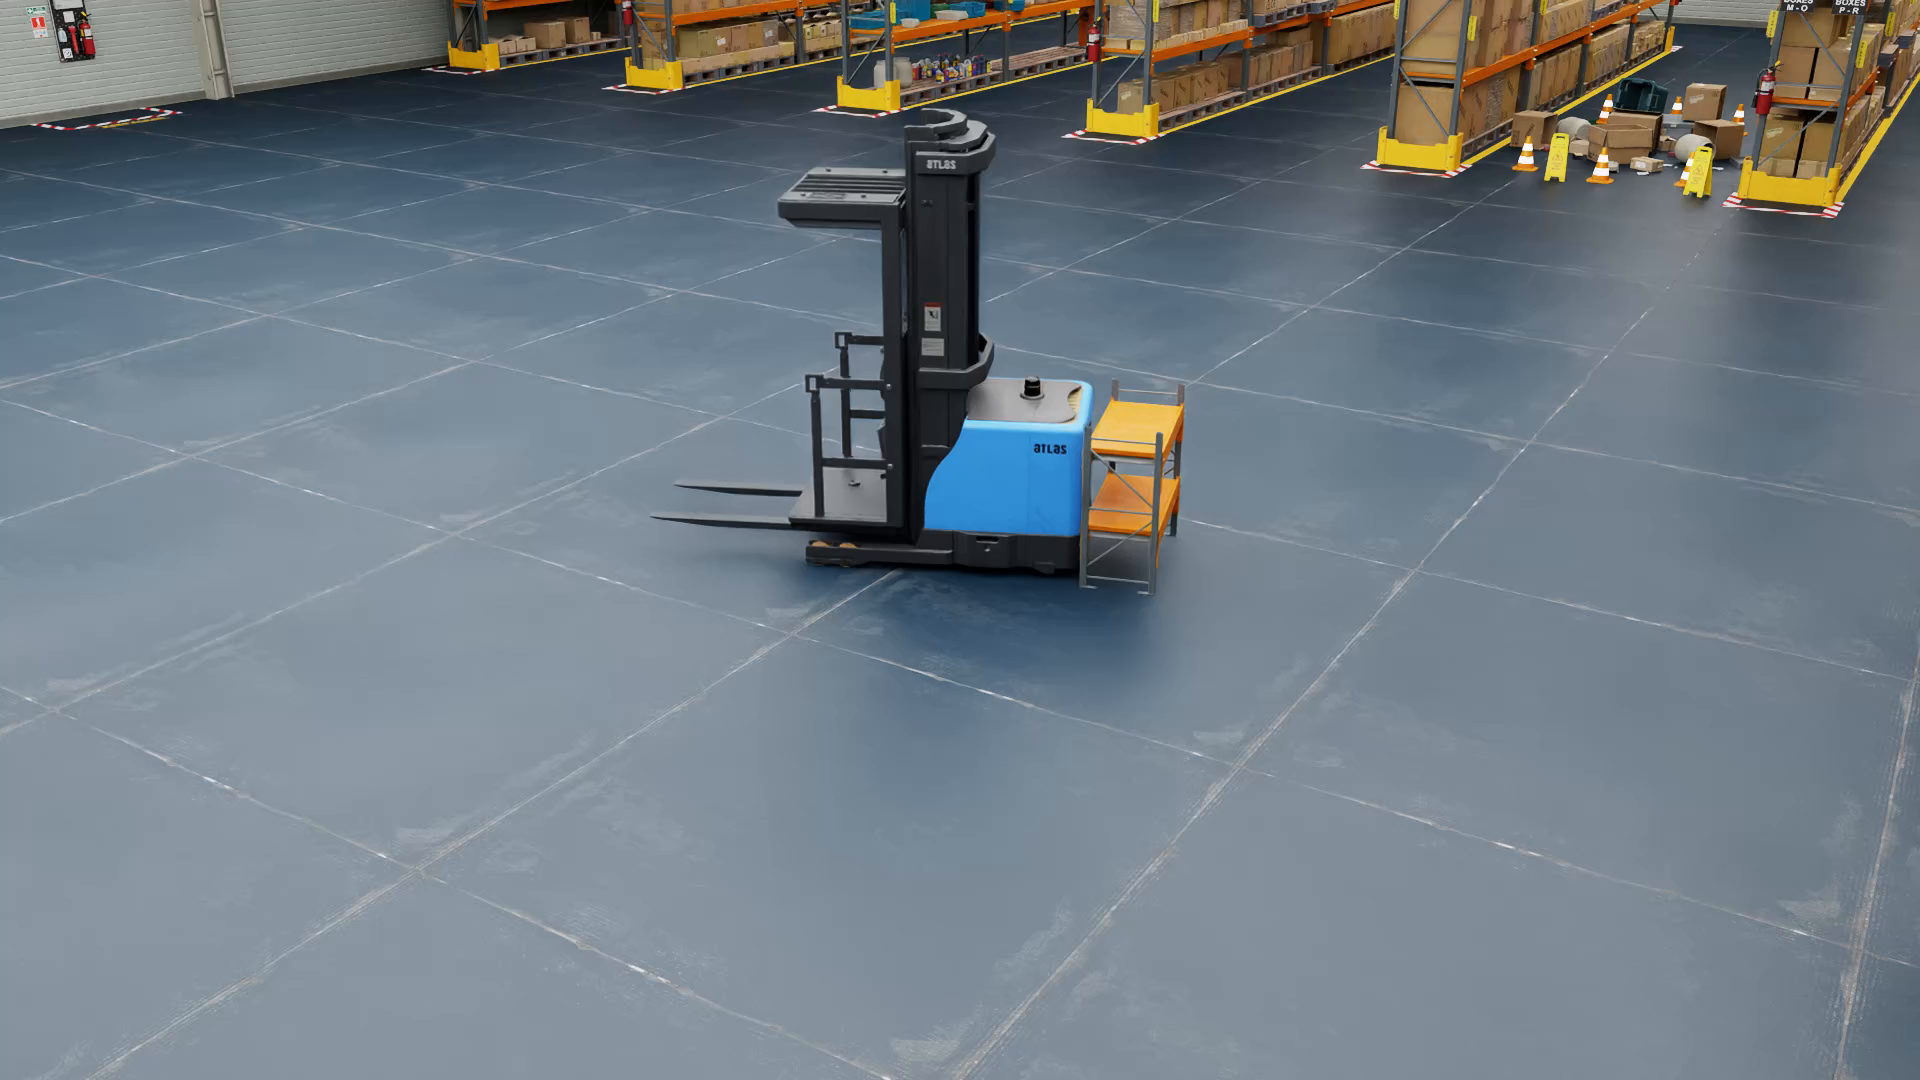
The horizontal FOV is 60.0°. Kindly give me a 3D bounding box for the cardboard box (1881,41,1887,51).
[{"bbox_3d":[13.683,-7.450,24.972,0.380,0.149,0.250,14,27,30],"label":"cardboard box"}]

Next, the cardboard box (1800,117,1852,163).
[{"bbox_3d":[11.685,-5.400,22.437,0.500,0.500,0.500,13,27,27],"label":"cardboard box"}]

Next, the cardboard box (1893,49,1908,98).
[{"bbox_3d":[16.142,-8.336,29.377,0.875,0.875,0.875,14,27,30],"label":"cardboard box"}]

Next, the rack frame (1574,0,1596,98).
[{"bbox_3d":[10.974,-9.606,30.164,1.000,3.000,0.127,14,27,29],"label":"rack frame"}]

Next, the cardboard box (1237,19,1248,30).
[{"bbox_3d":[4.840,-9.080,29.265,0.380,0.149,0.250,14,27,29],"label":"cardboard box"}]

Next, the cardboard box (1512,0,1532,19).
[{"bbox_3d":[8.449,-8.493,26.045,0.875,0.550,0.550,14,27,29],"label":"cardboard box"}]

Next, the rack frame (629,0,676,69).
[{"bbox_3d":[-5.820,-10.057,31.205,1.000,3.000,0.127,14,27,29],"label":"rack frame"}]

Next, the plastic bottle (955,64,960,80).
[{"bbox_3d":[-0.053,-8.732,31.024,0.097,0.271,0.097,0,23,0],"label":"plastic bottle"}]

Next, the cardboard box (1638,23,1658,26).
[{"bbox_3d":[14.730,-10.971,35.627,0.380,0.149,0.250,13,26,27],"label":"cardboard box"}]

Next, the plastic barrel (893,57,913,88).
[{"bbox_3d":[-1.068,-8.476,30.156,0.421,0.512,0.421,0,23,0],"label":"plastic barrel"}]

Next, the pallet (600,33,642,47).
[{"bbox_3d":[-7.511,-11.427,37.880,1.003,0.211,1.213,14,27,29],"label":"pallet"}]

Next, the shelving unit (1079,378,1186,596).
[{"bbox_3d":[1.167,-0.378,11.207,0.538,1.125,1.048,6,24,13],"label":"shelving unit"}]

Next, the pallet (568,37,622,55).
[{"bbox_3d":[-8.245,-10.930,36.732,1.003,0.211,1.213,14,27,29],"label":"pallet"}]

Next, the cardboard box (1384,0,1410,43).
[{"bbox_3d":[9.340,-11.453,36.577,0.875,0.875,0.875,14,27,29],"label":"cardboard box"}]

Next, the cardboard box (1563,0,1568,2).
[{"bbox_3d":[10.194,-9.617,28.804,0.700,0.500,0.500,13,27,28],"label":"cardboard box"}]

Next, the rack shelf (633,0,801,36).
[{"bbox_3d":[-4.765,-10.401,32.907,1.077,0.370,4.000,14,27,29],"label":"rack shelf"}]

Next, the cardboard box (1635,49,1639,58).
[{"bbox_3d":[13.689,-9.986,34.101,0.380,0.149,0.250,15,27,30],"label":"cardboard box"}]

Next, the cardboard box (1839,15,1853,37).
[{"bbox_3d":[11.933,-7.264,22.996,0.700,0.500,0.500,14,27,29],"label":"cardboard box"}]

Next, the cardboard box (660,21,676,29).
[{"bbox_3d":[-7.013,-12.099,38.515,0.700,0.500,0.500,14,27,30],"label":"cardboard box"}]

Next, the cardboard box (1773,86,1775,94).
[{"bbox_3d":[11.068,-6.067,22.305,0.380,0.149,0.250,14,27,28],"label":"cardboard box"}]

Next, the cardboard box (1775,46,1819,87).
[{"bbox_3d":[11.065,-6.326,22.087,0.500,0.500,0.500,13,27,28],"label":"cardboard box"}]

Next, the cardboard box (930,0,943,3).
[{"bbox_3d":[-0.744,-12.887,39.390,0.500,0.250,0.500,13,27,28],"label":"cardboard box"}]

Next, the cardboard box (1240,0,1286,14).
[{"bbox_3d":[5.242,-10.036,29.874,1.000,1.000,1.000,14,27,29],"label":"cardboard box"}]

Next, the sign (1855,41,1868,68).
[{"bbox_3d":[11.474,-6.186,21.175,0.100,0.325,0.005,14,27,29],"label":"sign"}]

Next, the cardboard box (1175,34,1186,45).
[{"bbox_3d":[3.491,-8.244,27.333,0.380,0.149,0.250,14,27,29],"label":"cardboard box"}]

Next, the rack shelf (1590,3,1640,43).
[{"bbox_3d":[12.029,-9.951,31.866,1.077,0.370,4.000,14,27,29],"label":"rack shelf"}]

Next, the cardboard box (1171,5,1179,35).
[{"bbox_3d":[3.069,-8.536,27.191,0.875,0.500,0.500,14,27,29],"label":"cardboard box"}]

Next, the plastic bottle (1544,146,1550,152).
[{"bbox_3d":[9.123,-6.001,25.536,0.283,0.061,0.133,5,24,11],"label":"plastic bottle"}]

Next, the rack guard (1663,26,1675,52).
[{"bbox_3d":[15.154,-11.133,36.838,1.175,0.500,0.348,14,27,29],"label":"rack guard"}]

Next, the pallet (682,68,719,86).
[{"bbox_3d":[-5.453,-9.044,32.375,1.003,0.211,1.213,14,27,29],"label":"pallet"}]

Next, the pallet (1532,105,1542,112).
[{"bbox_3d":[9.207,-7.252,28.237,1.003,0.211,1.213,14,27,29],"label":"pallet"}]

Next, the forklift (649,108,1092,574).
[{"bbox_3d":[-0.621,-1.360,11.203,3.031,2.935,1.130,3,24,7],"label":"forklift"}]

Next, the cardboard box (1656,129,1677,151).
[{"bbox_3d":[10.870,-6.173,25.675,0.258,0.266,0.396,-3,24,-7],"label":"cardboard box"}]

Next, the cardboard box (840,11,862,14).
[{"bbox_3d":[-2.396,-11.651,37.113,0.500,0.311,0.500,13,27,28],"label":"cardboard box"}]

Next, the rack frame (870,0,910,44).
[{"bbox_3d":[-1.600,-12.757,37.442,1.000,3.000,0.127,14,27,29],"label":"rack frame"}]

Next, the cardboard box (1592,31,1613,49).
[{"bbox_3d":[12.083,-9.513,31.623,0.500,0.250,0.500,14,27,29],"label":"cardboard box"}]

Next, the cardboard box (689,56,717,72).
[{"bbox_3d":[-5.088,-9.291,32.370,0.500,0.250,0.500,14,27,29],"label":"cardboard box"}]

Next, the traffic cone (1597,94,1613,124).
[{"bbox_3d":[10.854,-7.228,27.864,0.336,0.463,0.334,14,27,29],"label":"traffic cone"}]

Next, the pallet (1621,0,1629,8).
[{"bbox_3d":[12.557,-10.640,32.795,1.003,0.211,1.213,14,27,29],"label":"pallet"}]

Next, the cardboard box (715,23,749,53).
[{"bbox_3d":[-4.555,-9.972,32.997,0.500,0.500,0.500,14,27,29],"label":"cardboard box"}]

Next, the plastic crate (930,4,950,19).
[{"bbox_3d":[-0.460,-9.871,31.043,0.450,0.188,0.662,14,27,29],"label":"plastic crate"}]

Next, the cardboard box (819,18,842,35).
[{"bbox_3d":[-2.740,-11.025,35.668,0.500,0.311,0.500,13,27,27],"label":"cardboard box"}]

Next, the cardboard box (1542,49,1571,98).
[{"bbox_3d":[10.118,-8.284,29.413,1.050,0.750,0.750,14,27,30],"label":"cardboard box"}]

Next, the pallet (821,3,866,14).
[{"bbox_3d":[-3.233,-14.104,44.064,1.003,0.211,1.213,14,27,29],"label":"pallet"}]

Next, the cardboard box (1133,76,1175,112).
[{"bbox_3d":[3.223,-7.441,27.781,0.500,0.500,0.500,-20,31,-39],"label":"cardboard box"}]

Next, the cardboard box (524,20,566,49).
[{"bbox_3d":[-8.859,-10.792,35.497,0.700,0.500,0.500,12,26,26],"label":"cardboard box"}]

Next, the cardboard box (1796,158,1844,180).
[{"bbox_3d":[11.673,-5.048,22.567,0.500,0.250,0.500,14,27,29],"label":"cardboard box"}]

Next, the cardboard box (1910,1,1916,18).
[{"bbox_3d":[16.257,-9.222,28.837,0.500,0.250,0.500,14,27,29],"label":"cardboard box"}]

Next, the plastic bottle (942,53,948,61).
[{"bbox_3d":[-0.283,-9.168,31.933,0.144,0.351,0.185,15,27,30],"label":"plastic bottle"}]

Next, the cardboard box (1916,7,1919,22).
[{"bbox_3d":[17.320,-9.680,30.523,0.500,0.250,0.500,13,27,28],"label":"cardboard box"}]

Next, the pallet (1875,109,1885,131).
[{"bbox_3d":[14.819,-7.060,27.792,1.003,0.211,1.213,14,27,29],"label":"pallet"}]

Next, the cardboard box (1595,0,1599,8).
[{"bbox_3d":[11.523,-9.883,30.590,0.380,0.149,0.250,15,28,31],"label":"cardboard box"}]

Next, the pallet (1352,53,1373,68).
[{"bbox_3d":[7.938,-10.060,34.723,1.003,0.211,1.213,14,27,29],"label":"pallet"}]
